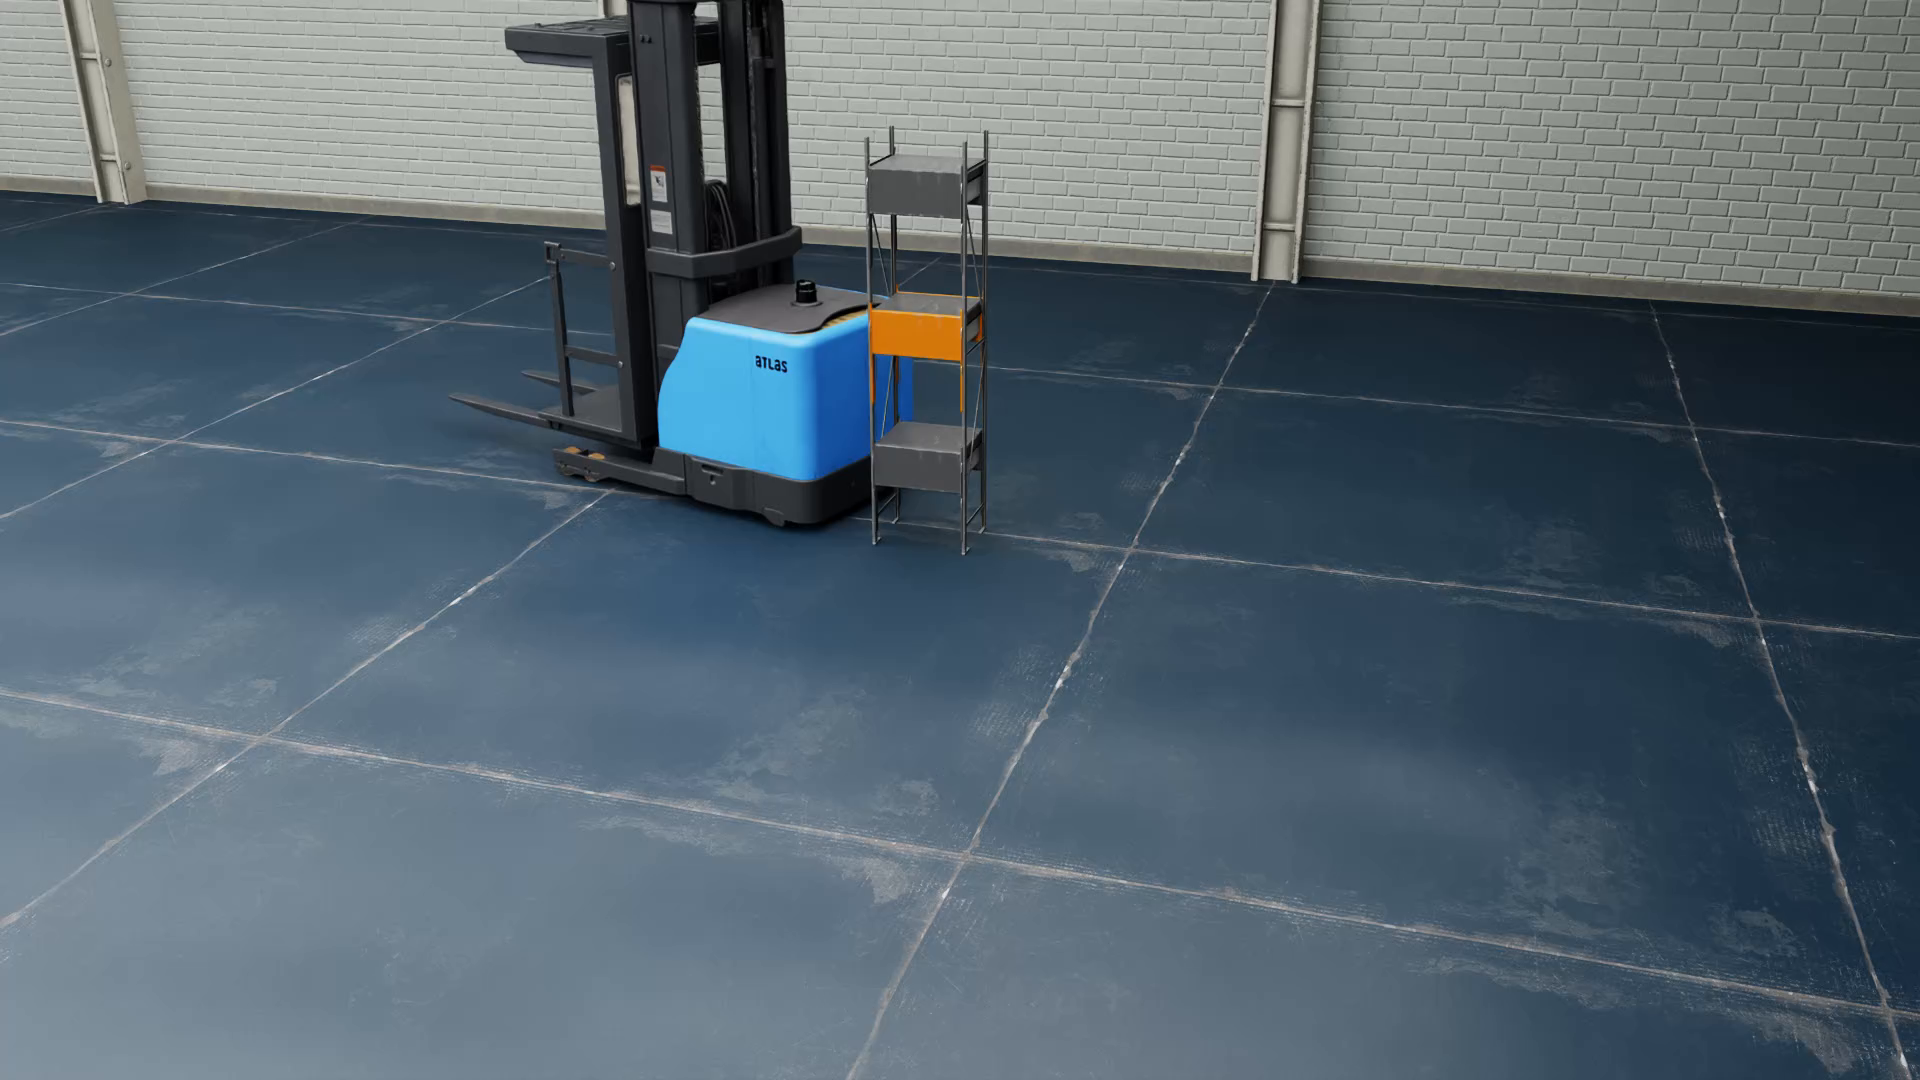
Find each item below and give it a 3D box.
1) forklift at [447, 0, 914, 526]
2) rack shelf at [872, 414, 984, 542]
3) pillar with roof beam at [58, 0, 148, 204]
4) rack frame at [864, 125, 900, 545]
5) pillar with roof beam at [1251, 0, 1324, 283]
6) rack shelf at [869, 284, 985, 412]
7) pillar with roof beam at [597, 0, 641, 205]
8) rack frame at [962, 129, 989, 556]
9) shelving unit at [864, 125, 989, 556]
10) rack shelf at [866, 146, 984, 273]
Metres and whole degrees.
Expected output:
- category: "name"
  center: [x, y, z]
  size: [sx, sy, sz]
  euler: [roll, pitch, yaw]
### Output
- category: "forklift"
  center: [-1.758, -1.840, 9.395]
  size: [3.031, 2.935, 1.130]
  euler: [14, 26, 31]
- category: "rack shelf"
  center: [-0.158, -0.329, 8.687]
  size: [0.480, 0.518, 0.431]
  euler: [7, 23, 16]
- category: "pillar with roof beam"
  center: [-10.020, -6.162, 11.934]
  size: [0.400, 9.000, 9.100]
  euler: [7, 23, 16]
- category: "rack frame"
  center: [-0.392, -1.016, 8.481]
  size: [0.015, 2.100, 0.400]
  euler: [7, 23, 16]
- category: "pillar with roof beam"
  center: [1.468, -4.846, 8.727]
  size: [0.400, 9.000, 9.100]
  euler: [7, 23, 16]
- category: "rack shelf"
  center: [-0.158, -0.977, 8.421]
  size: [0.480, 0.518, 0.431]
  euler: [7, 23, 16]
- category: "pillar with roof beam"
  center: [-4.276, -5.504, 10.331]
  size: [0.400, 9.000, 9.100]
  euler: [7, 23, 16]
- category: "rack frame"
  center: [0.075, -0.963, 8.351]
  size: [0.015, 2.100, 0.400]
  euler: [7, 23, 16]
- category: "shelving unit"
  center: [-0.158, -0.990, 8.416]
  size: [0.503, 2.100, 0.431]
  euler: [7, 23, 16]
- category: "rack shelf"
  center: [-0.158, -1.625, 8.155]
  size: [0.480, 0.518, 0.431]
  euler: [7, 23, 16]
